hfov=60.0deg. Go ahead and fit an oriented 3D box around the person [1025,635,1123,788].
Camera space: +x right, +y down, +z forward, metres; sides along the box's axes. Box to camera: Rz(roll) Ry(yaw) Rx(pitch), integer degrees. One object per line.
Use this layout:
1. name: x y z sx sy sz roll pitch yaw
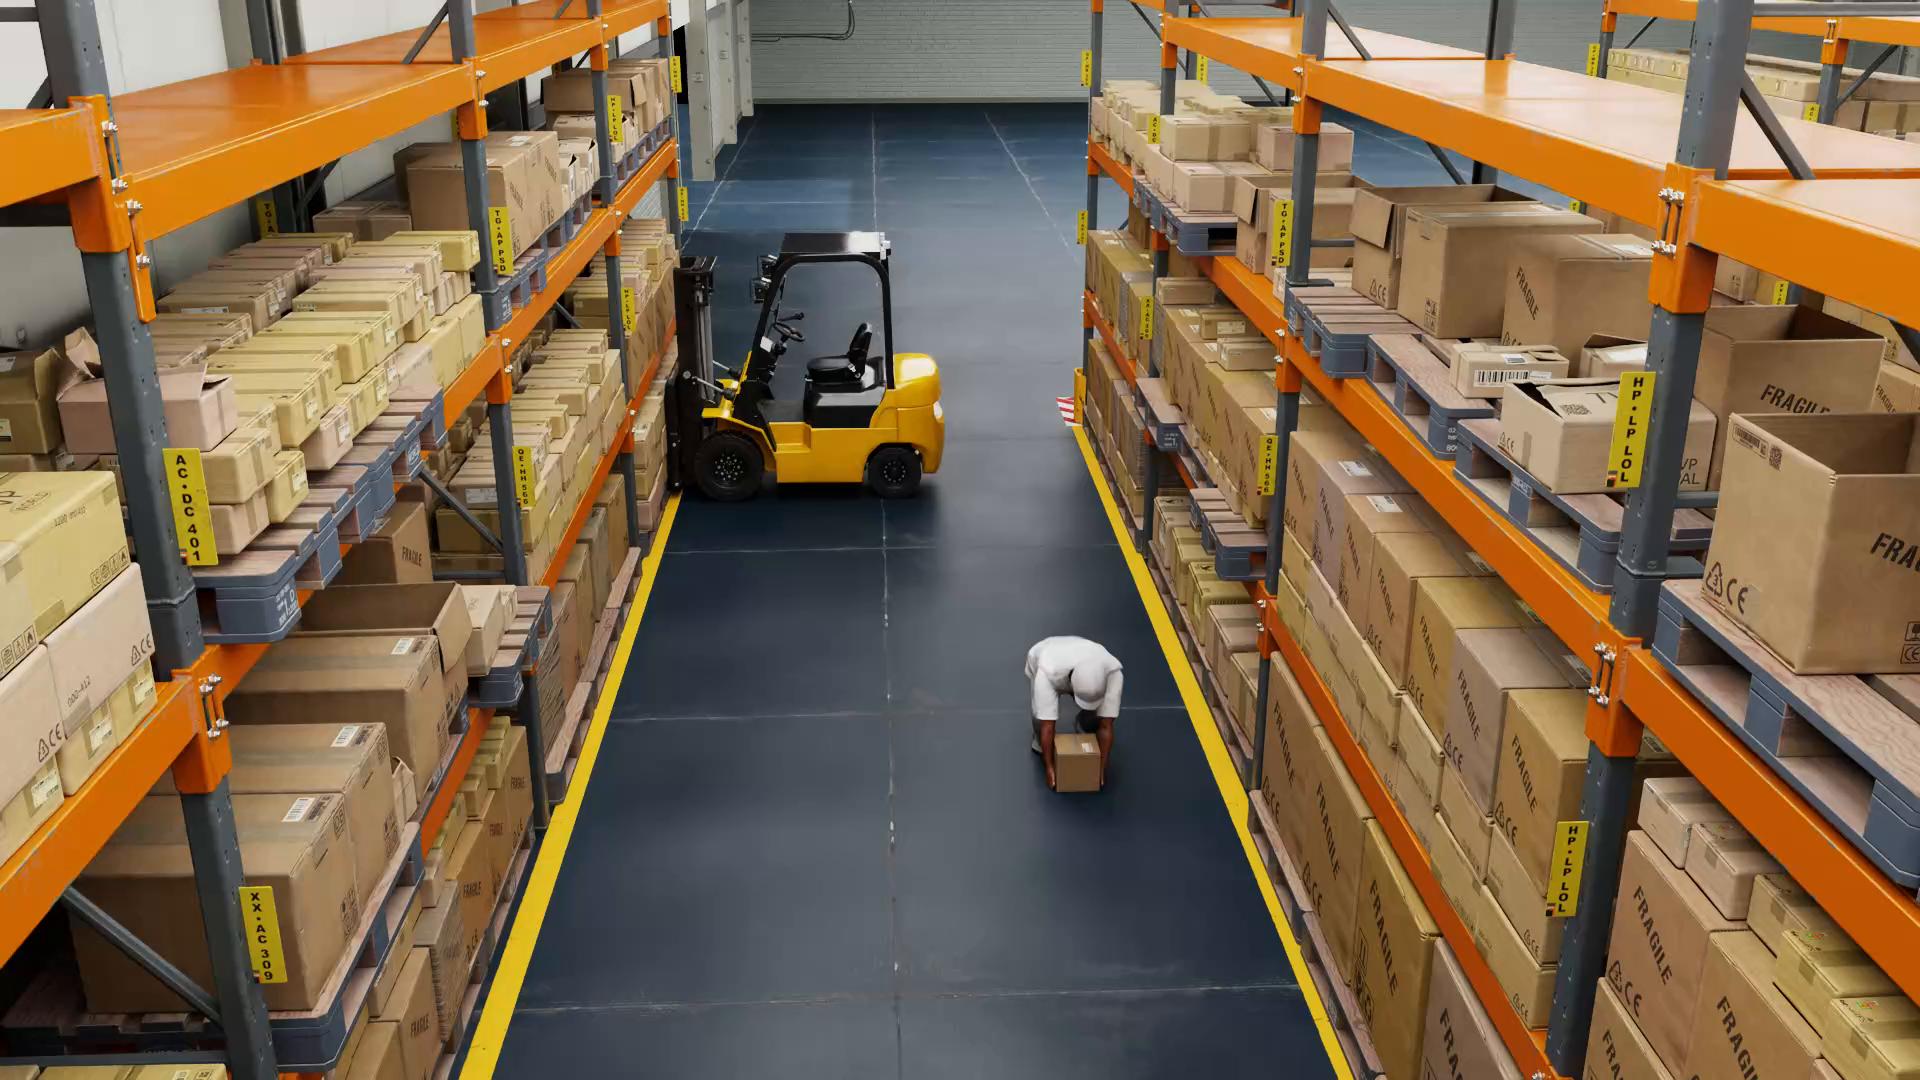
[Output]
1. person: 0.683 0.967 9.916 0.533 0.861 0.944 -2 20 -6
